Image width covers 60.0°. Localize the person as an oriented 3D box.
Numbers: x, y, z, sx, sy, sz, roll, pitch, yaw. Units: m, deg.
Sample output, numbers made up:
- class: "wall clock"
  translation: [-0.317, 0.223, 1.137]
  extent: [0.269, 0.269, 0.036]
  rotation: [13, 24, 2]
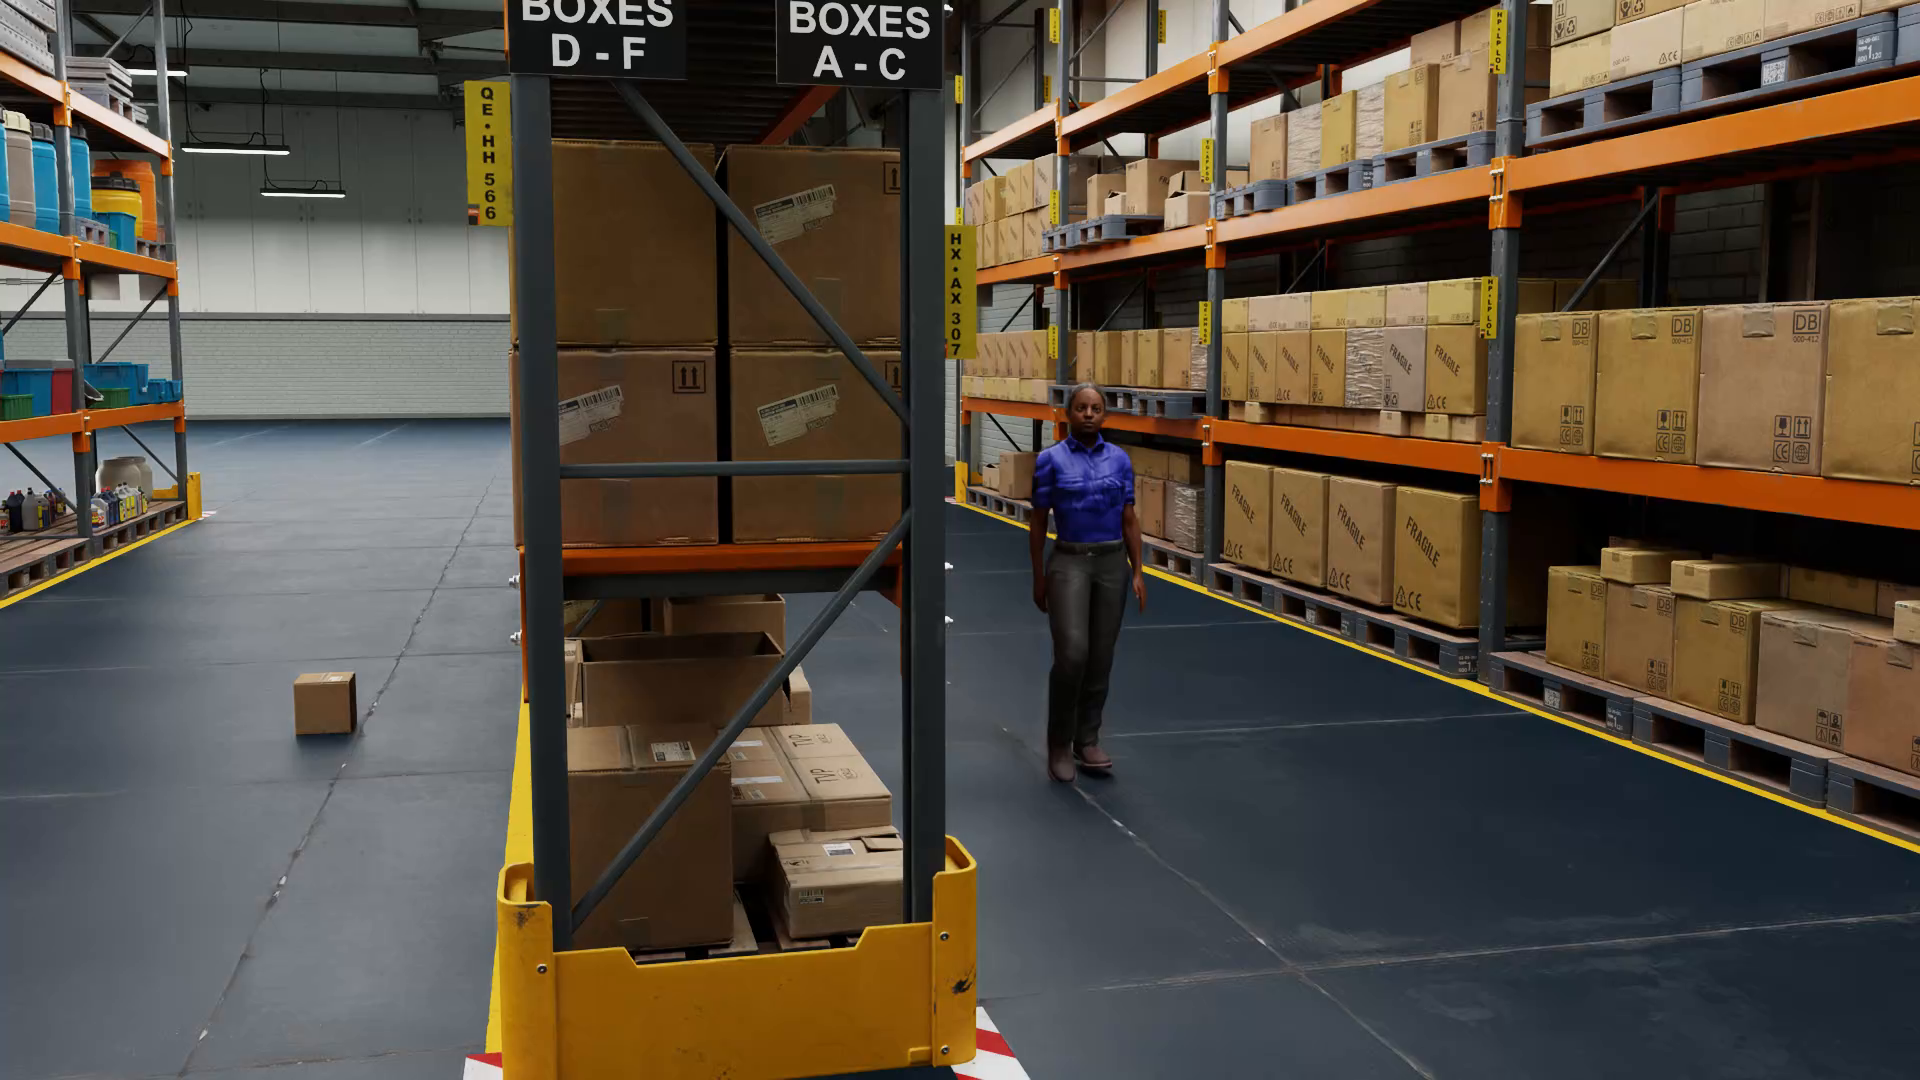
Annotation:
- class: "person"
  translation: [0.550, 0.126, 7.007]
  extent: [0.447, 1.574, 0.454]
  rotation: [-2, 6, -15]
